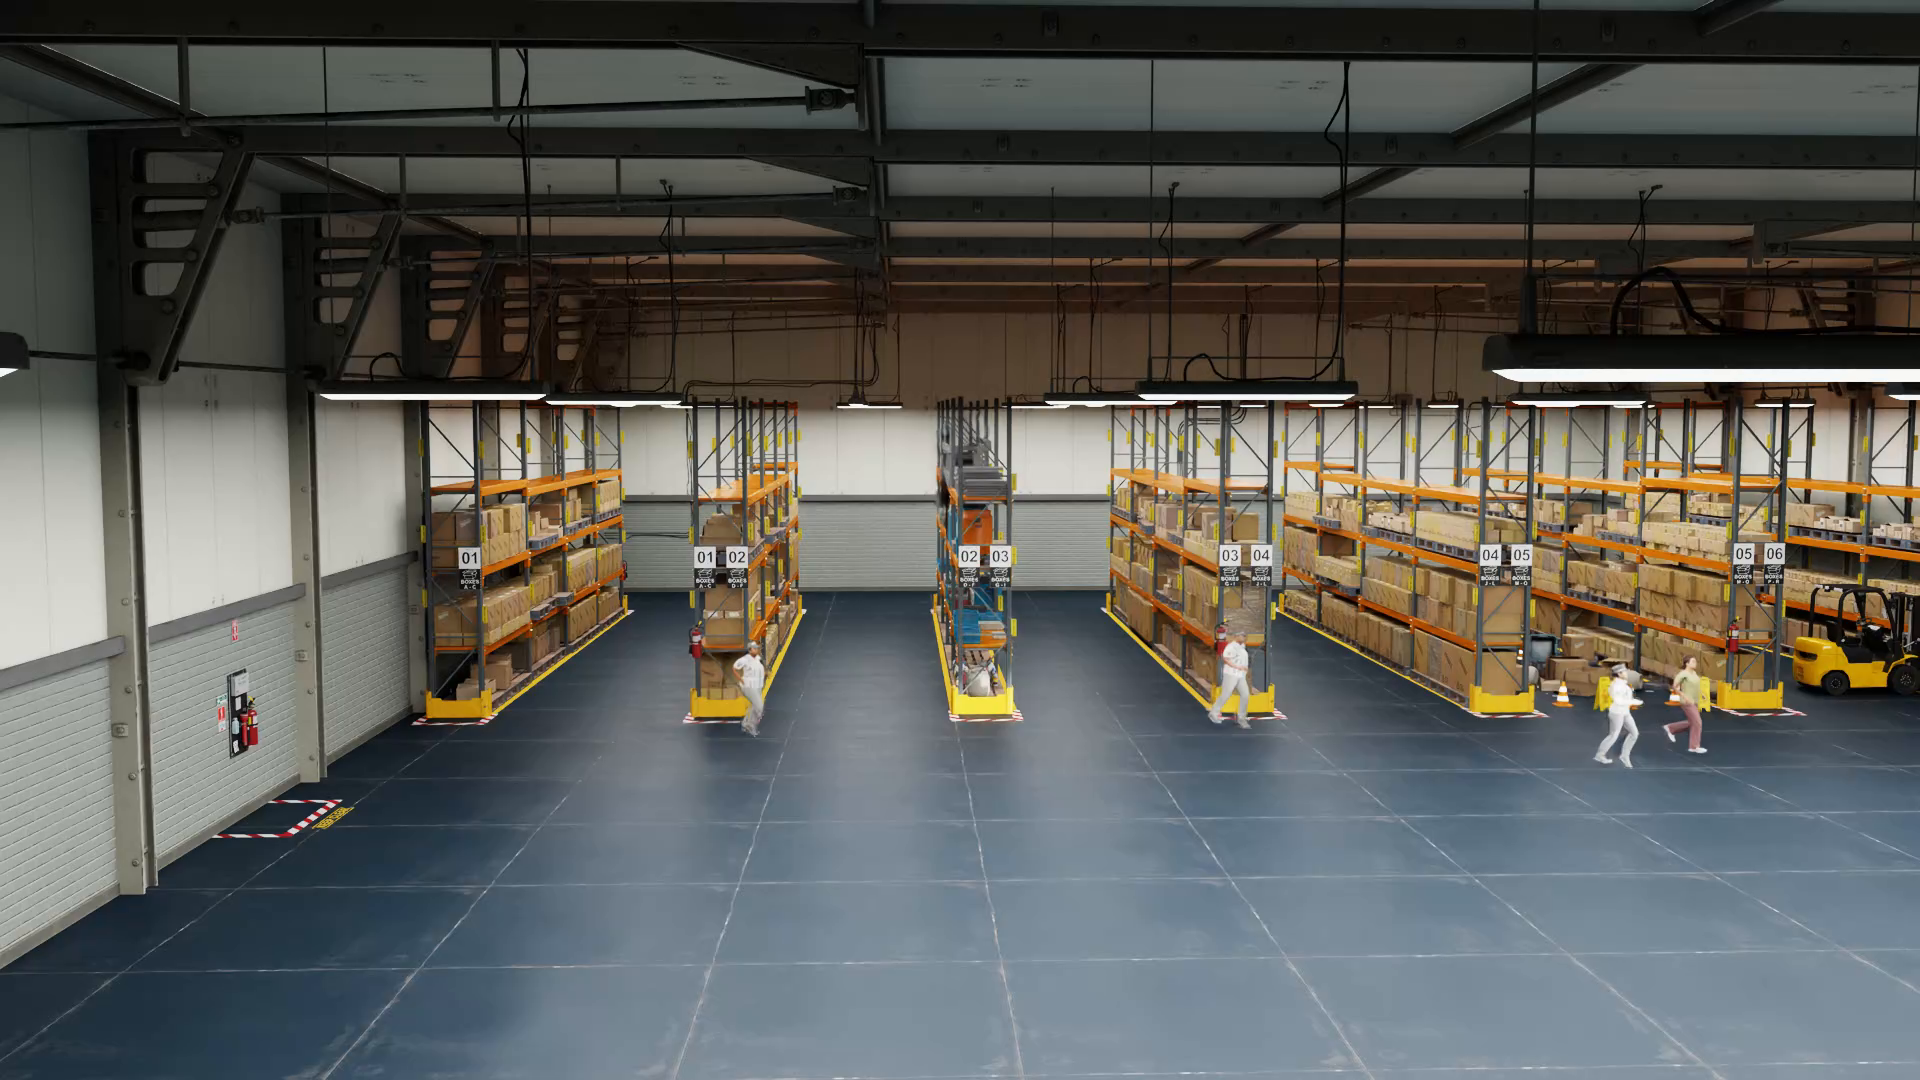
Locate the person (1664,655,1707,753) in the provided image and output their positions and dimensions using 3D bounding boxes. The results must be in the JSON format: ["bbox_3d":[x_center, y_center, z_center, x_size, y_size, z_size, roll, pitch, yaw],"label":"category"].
[{"bbox_3d":[12.229,2.742,28.017,0.616,1.623,0.769,-4,6,-40],"label":"person"}]

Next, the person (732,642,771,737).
[{"bbox_3d":[-3.648,2.645,29.418,0.644,1.679,0.598,3,5,31],"label":"person"}]

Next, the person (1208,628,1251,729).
[{"bbox_3d":[5.027,2.508,30.344,0.809,1.821,0.733,4,6,44],"label":"person"}]

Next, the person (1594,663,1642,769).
[{"bbox_3d":[10.593,2.826,26.708,0.726,1.740,0.590,3,5,36],"label":"person"}]
